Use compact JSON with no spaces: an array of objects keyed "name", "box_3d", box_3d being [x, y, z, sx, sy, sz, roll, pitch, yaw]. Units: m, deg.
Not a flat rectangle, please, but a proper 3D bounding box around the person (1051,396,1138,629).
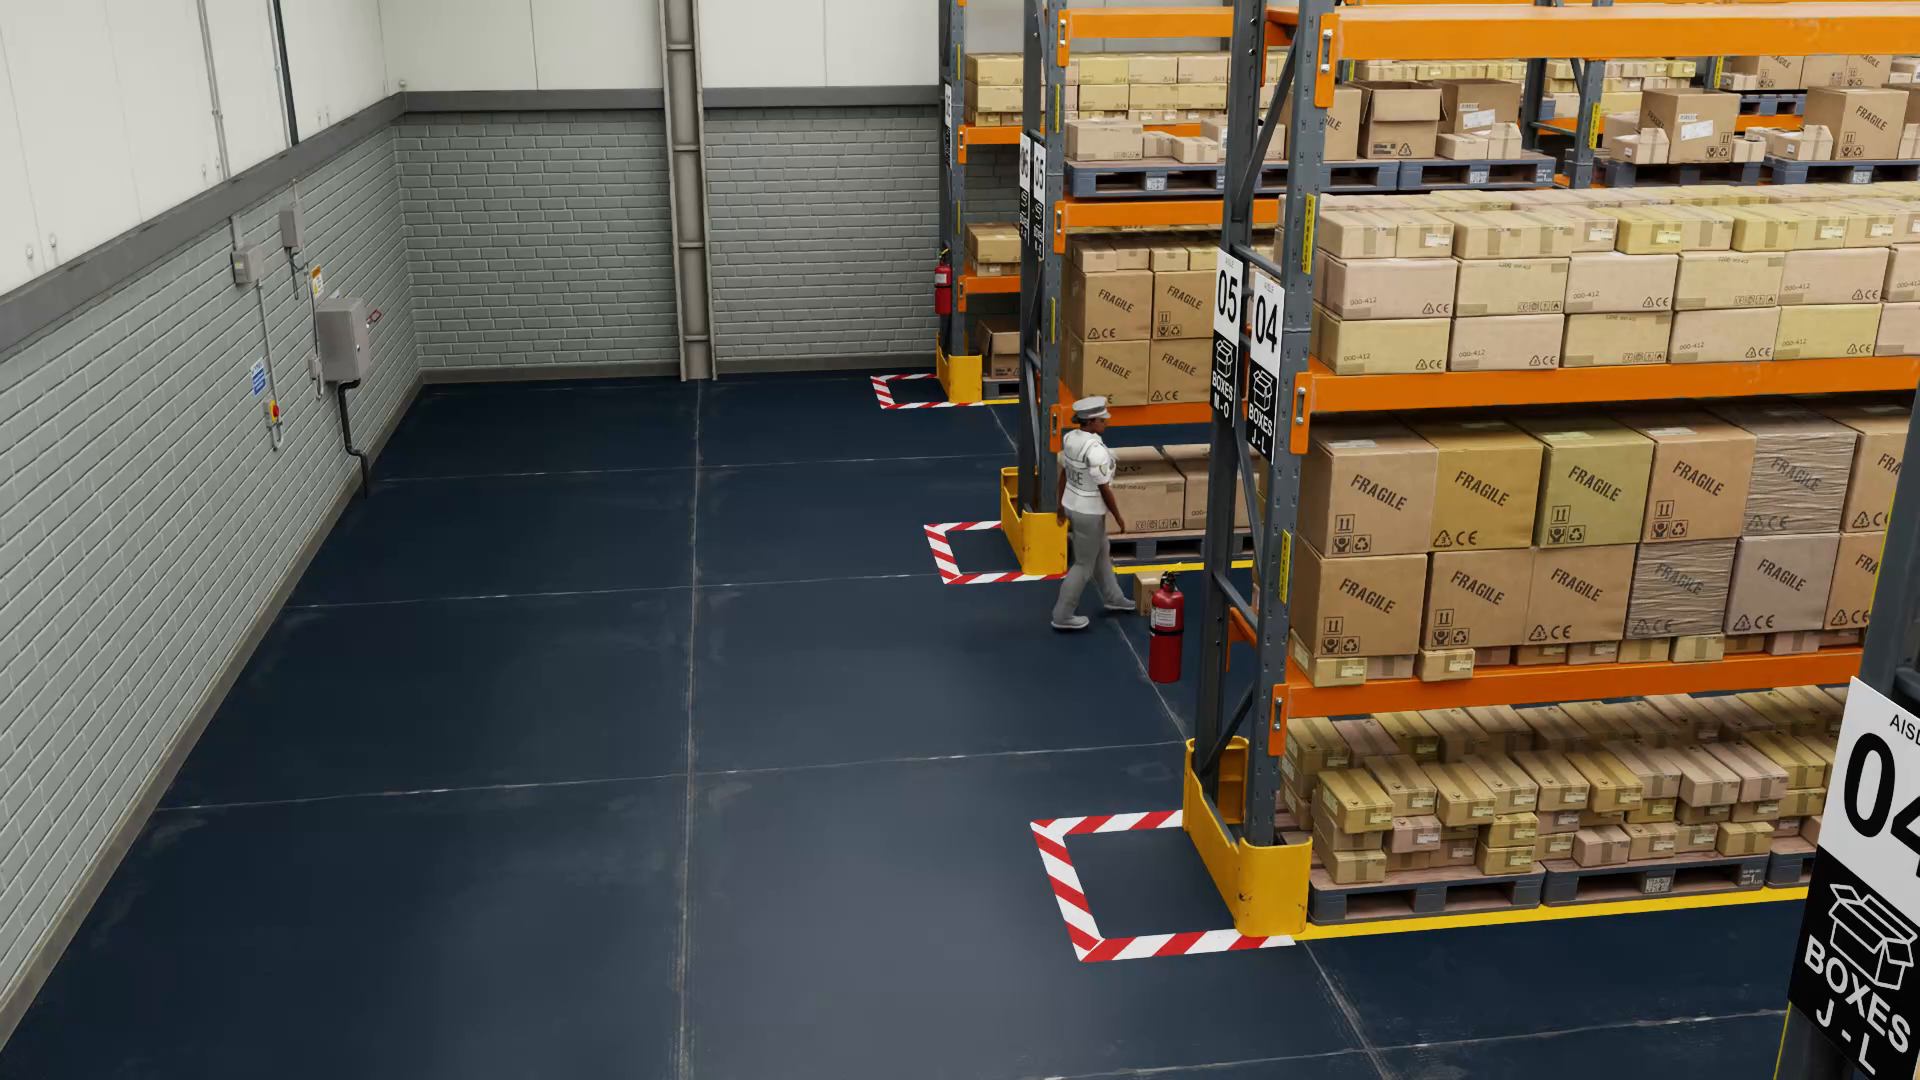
[{"name":"person","box_3d":[0.982,-0.208,11.603,0.764,1.662,0.494,-7,21,-18]}]
